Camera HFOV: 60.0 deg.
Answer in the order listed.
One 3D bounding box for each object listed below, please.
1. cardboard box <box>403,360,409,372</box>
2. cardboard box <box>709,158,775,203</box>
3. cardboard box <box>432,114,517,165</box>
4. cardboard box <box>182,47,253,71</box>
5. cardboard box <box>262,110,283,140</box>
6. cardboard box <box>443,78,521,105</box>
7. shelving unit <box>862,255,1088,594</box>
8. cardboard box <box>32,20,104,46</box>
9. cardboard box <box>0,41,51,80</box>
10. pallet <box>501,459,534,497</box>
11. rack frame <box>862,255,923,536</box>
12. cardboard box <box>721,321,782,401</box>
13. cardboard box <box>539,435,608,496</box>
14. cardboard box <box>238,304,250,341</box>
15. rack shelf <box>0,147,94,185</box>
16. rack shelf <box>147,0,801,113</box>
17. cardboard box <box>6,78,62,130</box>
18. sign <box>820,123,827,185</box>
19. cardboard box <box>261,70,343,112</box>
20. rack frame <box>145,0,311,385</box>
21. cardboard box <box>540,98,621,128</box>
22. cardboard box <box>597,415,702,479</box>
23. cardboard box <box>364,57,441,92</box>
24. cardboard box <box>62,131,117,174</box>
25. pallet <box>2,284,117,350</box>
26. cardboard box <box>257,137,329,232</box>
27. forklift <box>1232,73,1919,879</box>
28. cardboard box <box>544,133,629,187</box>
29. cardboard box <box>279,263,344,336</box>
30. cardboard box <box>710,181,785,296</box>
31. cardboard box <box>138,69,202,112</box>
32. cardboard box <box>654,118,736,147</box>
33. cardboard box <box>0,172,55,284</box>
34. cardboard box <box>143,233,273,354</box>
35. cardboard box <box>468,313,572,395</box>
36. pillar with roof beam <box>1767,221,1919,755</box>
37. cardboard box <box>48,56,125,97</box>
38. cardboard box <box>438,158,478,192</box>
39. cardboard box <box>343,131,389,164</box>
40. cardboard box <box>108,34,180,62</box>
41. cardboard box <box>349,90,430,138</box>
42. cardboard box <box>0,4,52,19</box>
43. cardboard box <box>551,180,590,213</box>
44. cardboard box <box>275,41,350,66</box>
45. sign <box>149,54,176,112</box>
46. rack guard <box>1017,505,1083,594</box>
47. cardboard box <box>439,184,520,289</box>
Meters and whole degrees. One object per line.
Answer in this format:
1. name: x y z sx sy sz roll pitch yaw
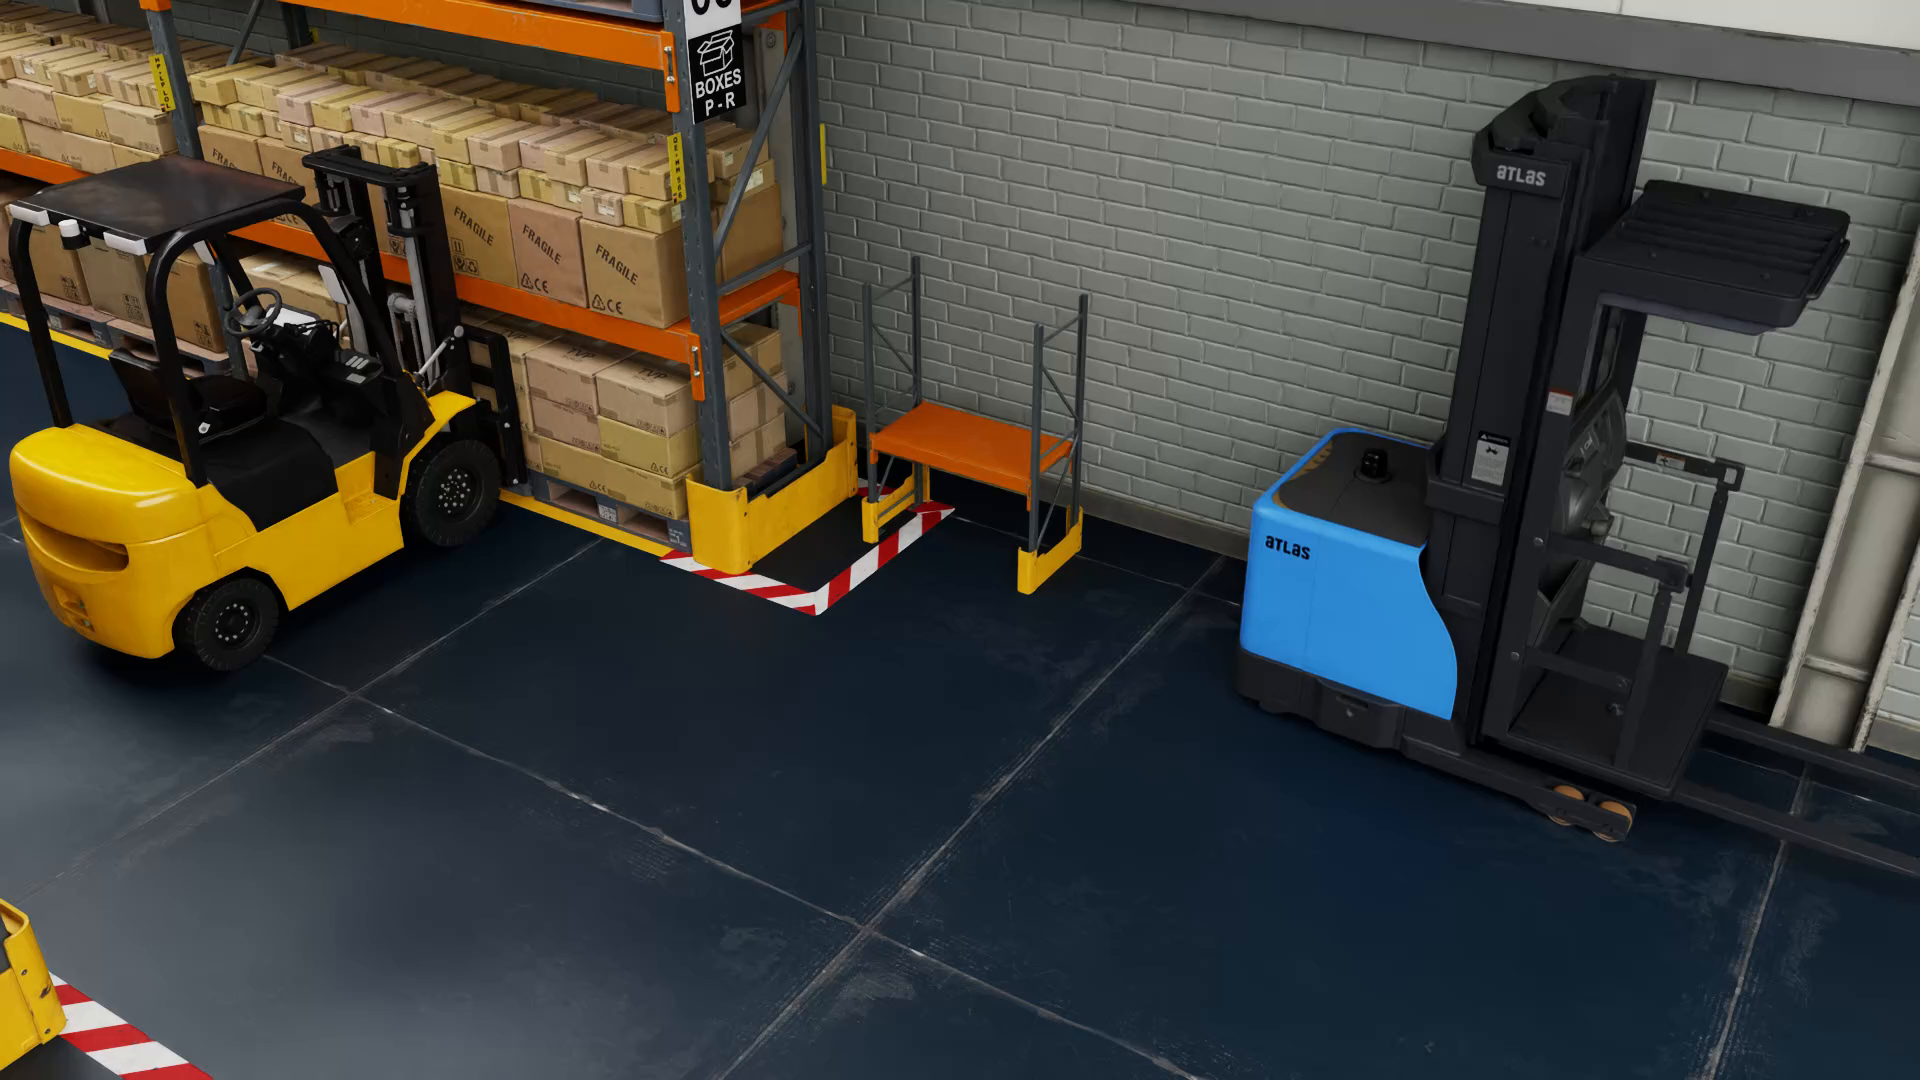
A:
1. cardboard box: -2.914 -1.009 9.819 0.500 0.250 0.500 17 35 27
2. cardboard box: -1.196 -1.924 8.827 0.250 0.149 0.380 17 34 26
3. cardboard box: -2.596 -2.156 8.930 0.250 0.149 0.380 18 35 28
4. cardboard box: -4.818 -3.073 10.799 0.250 0.149 0.380 16 34 26
5. cardboard box: -3.849 -2.469 9.763 0.250 0.149 0.380 17 35 27
6. cardboard box: -2.738 -2.527 9.567 0.250 0.149 0.380 19 35 29
7. shelving unit: 0.065 -0.627 8.837 1.083 1.500 0.587 18 35 27
8. cardboard box: -6.129 -3.461 11.463 0.250 0.149 0.380 19 35 29
9. cardboard box: -6.206 -3.158 10.943 0.250 0.149 0.380 17 34 26
10. pallet: -2.746 -0.708 10.255 1.213 0.211 1.003 18 35 27
11. rack frame: -0.358 -0.761 9.066 0.032 1.500 0.500 18 35 27
12. cardboard box: -1.353 -1.034 9.365 0.500 0.250 0.500 17 34 27
13. cardboard box: -2.029 -0.521 9.478 0.500 0.250 0.500 18 35 27
14. cardboard box: -4.189 -1.418 10.521 0.500 0.250 0.500 17 34 27
15. rack shelf: -6.129 -2.695 11.607 4.000 0.370 1.077 18 35 27
16. rack shelf: -2.741 -2.919 9.014 4.000 0.370 1.077 18 35 27
17. cardboard box: -5.856 -2.918 10.928 0.500 0.250 0.500 18 35 28
18. sign: -0.747 -2.042 8.836 0.005 0.325 0.100 18 35 27
19. cardboard box: -3.832 -2.614 9.716 0.250 0.149 0.380 17 34 26
20. rack frame: -4.435 -2.470 10.507 0.127 3.000 1.000 18 35 27
21. cardboard box: -2.091 -2.313 9.200 0.250 0.149 0.380 19 35 29
22. cardboard box: -1.625 -0.605 9.126 0.500 0.250 0.500 17 34 27
23. cardboard box: -3.337 -2.775 9.992 0.250 0.149 0.380 17 34 26
24. cardboard box: -5.429 -2.561 10.812 0.500 0.250 0.500 17 34 27
25. pallet: -6.117 -1.773 12.079 1.213 0.211 1.003 18 35 27
26. cardboard box: -3.748 -2.151 9.860 0.500 0.500 0.500 18 35 28
27. forklift: 2.805 -0.293 6.843 3.031 2.935 1.130 19 35 29
28. cardboard box: -1.924 -1.968 8.608 0.250 0.149 0.380 18 35 28
29. cardboard box: -3.764 -1.491 10.149 0.500 0.250 0.500 18 35 27
30. cardboard box: -1.319 -1.693 9.076 0.500 0.500 0.500 19 35 29
31. cardboard box: -4.842 -2.790 10.313 0.250 0.149 0.380 19 35 29
32. cardboard box: -1.410 -2.130 8.885 0.250 0.149 0.380 19 35 29
33. cardboard box: -6.744 -2.353 12.246 0.625 0.625 0.875 19 35 29
34. cardboard box: -4.882 -1.761 11.231 0.625 0.625 0.875 19 35 29
35. cardboard box: -2.471 -1.080 9.444 0.500 0.250 0.500 18 35 28
36. pillar with roof beam: 1.636 -1.116 2.233 0.400 9.000 9.100 18 35 27
37. cardboard box: -5.543 -2.954 10.593 0.250 0.149 0.380 16 34 26
38. cardboard box: -2.589 -2.028 9.007 0.250 0.149 0.380 18 35 28
39. cardboard box: -3.236 -2.241 9.371 0.250 0.149 0.380 16 34 26
40. cardboard box: -5.453 -3.278 11.149 0.250 0.149 0.380 18 35 27
41. cardboard box: -3.189 -2.399 9.347 0.250 0.149 0.380 17 34 27
42. cardboard box: -6.726 -3.711 11.891 0.250 0.149 0.380 17 34 26
43. cardboard box: -1.909 -1.847 8.696 0.250 0.149 0.380 18 35 28
44. cardboard box: -4.004 -2.965 10.318 0.250 0.149 0.380 18 35 27
45. sign: -4.715 -2.702 9.834 0.005 0.325 0.100 18 35 27
46. rack guard: 0.486 0.046 8.923 0.087 0.250 0.587 18 35 27
47. cardboard box: -2.472 -1.742 9.159 0.500 0.500 0.500 17 34 26
